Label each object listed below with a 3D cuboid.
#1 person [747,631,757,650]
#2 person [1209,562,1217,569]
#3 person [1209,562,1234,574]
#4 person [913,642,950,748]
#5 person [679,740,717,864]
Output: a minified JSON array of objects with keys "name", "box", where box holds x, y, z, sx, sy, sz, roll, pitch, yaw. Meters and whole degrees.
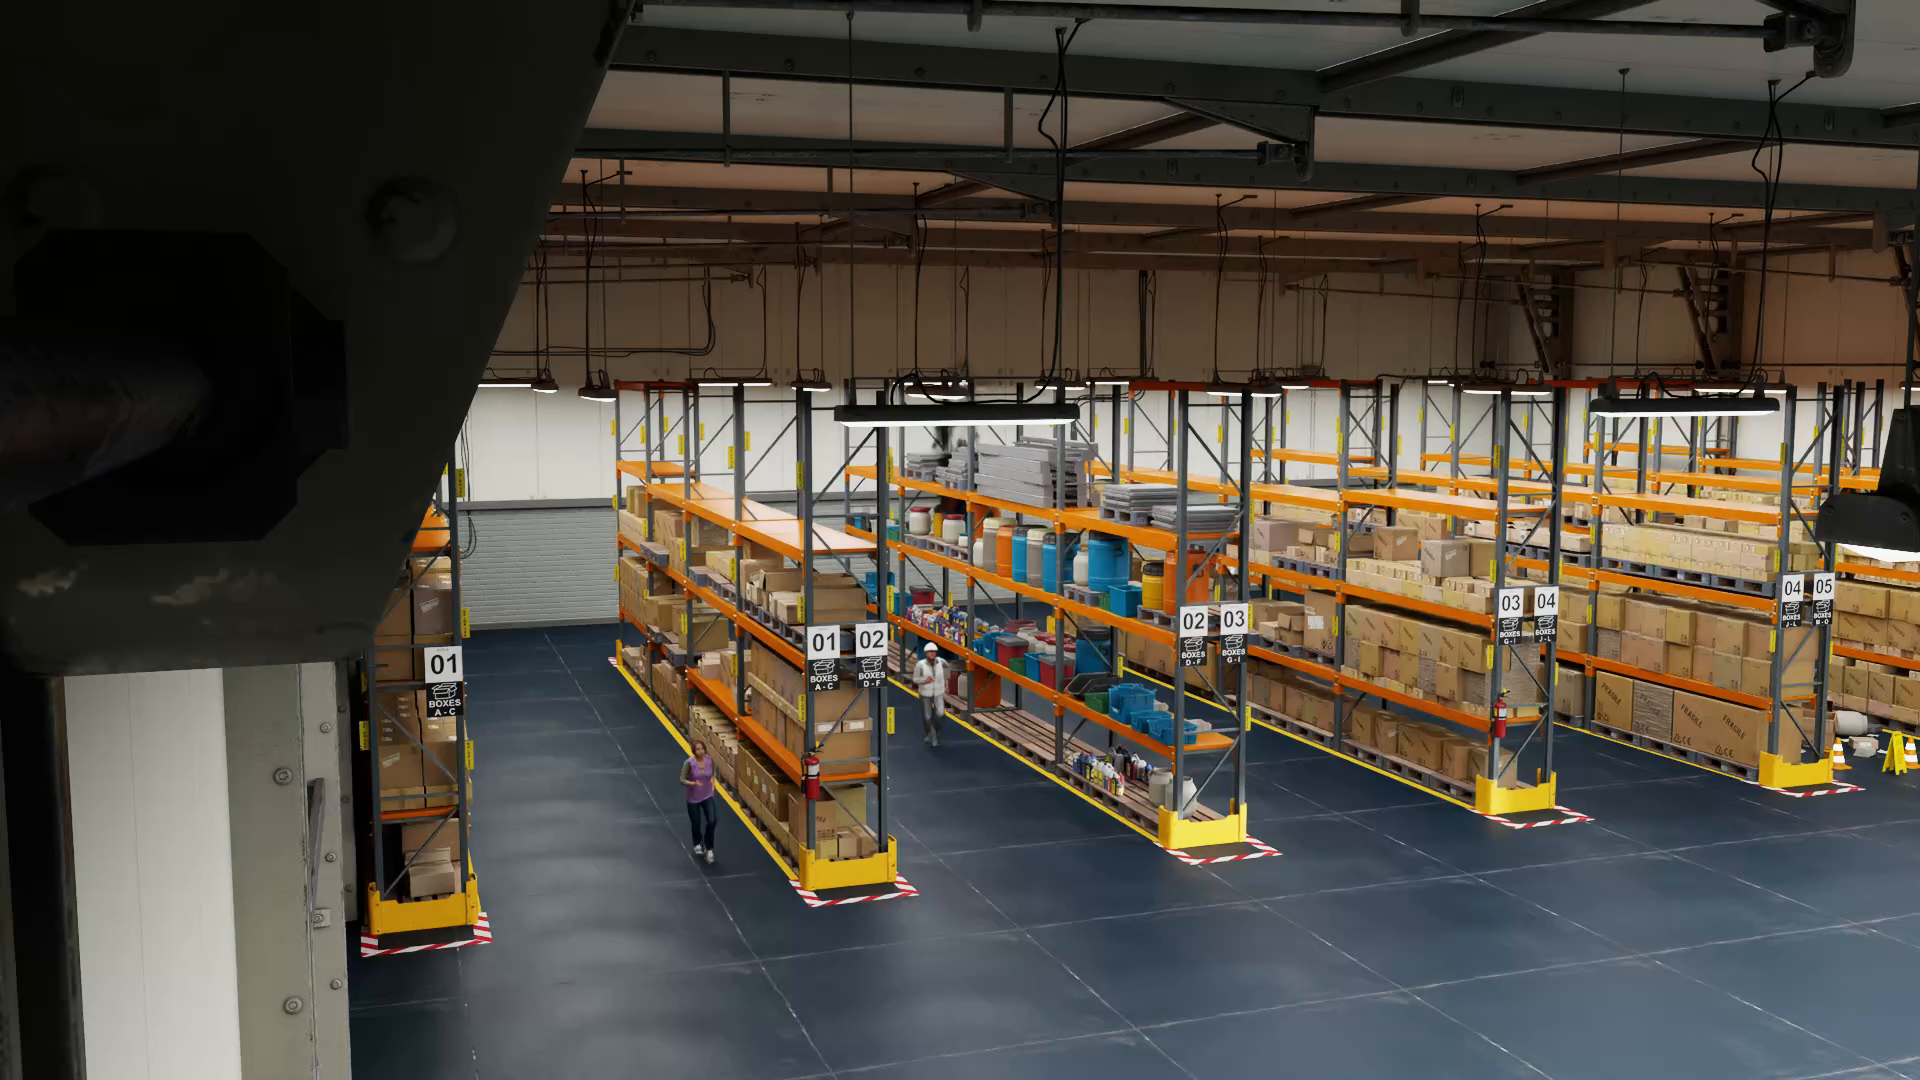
[{"name":"person","box":[-4.414,1.848,34.606,0.738,1.716,0.779,-4,7,-35]},{"name":"person","box":[5.834,1.361,38.974,0.683,1.739,0.589,-1,6,-9]},{"name":"person","box":[6.295,1.127,41.060,0.726,1.730,1.031,5,8,40]},{"name":"person","box":[-0.457,2.547,27.471,0.683,1.754,0.801,-1,6,-13]},{"name":"person","box":[-3.318,3.311,21.157,0.521,1.597,0.717,-2,6,-19]}]
